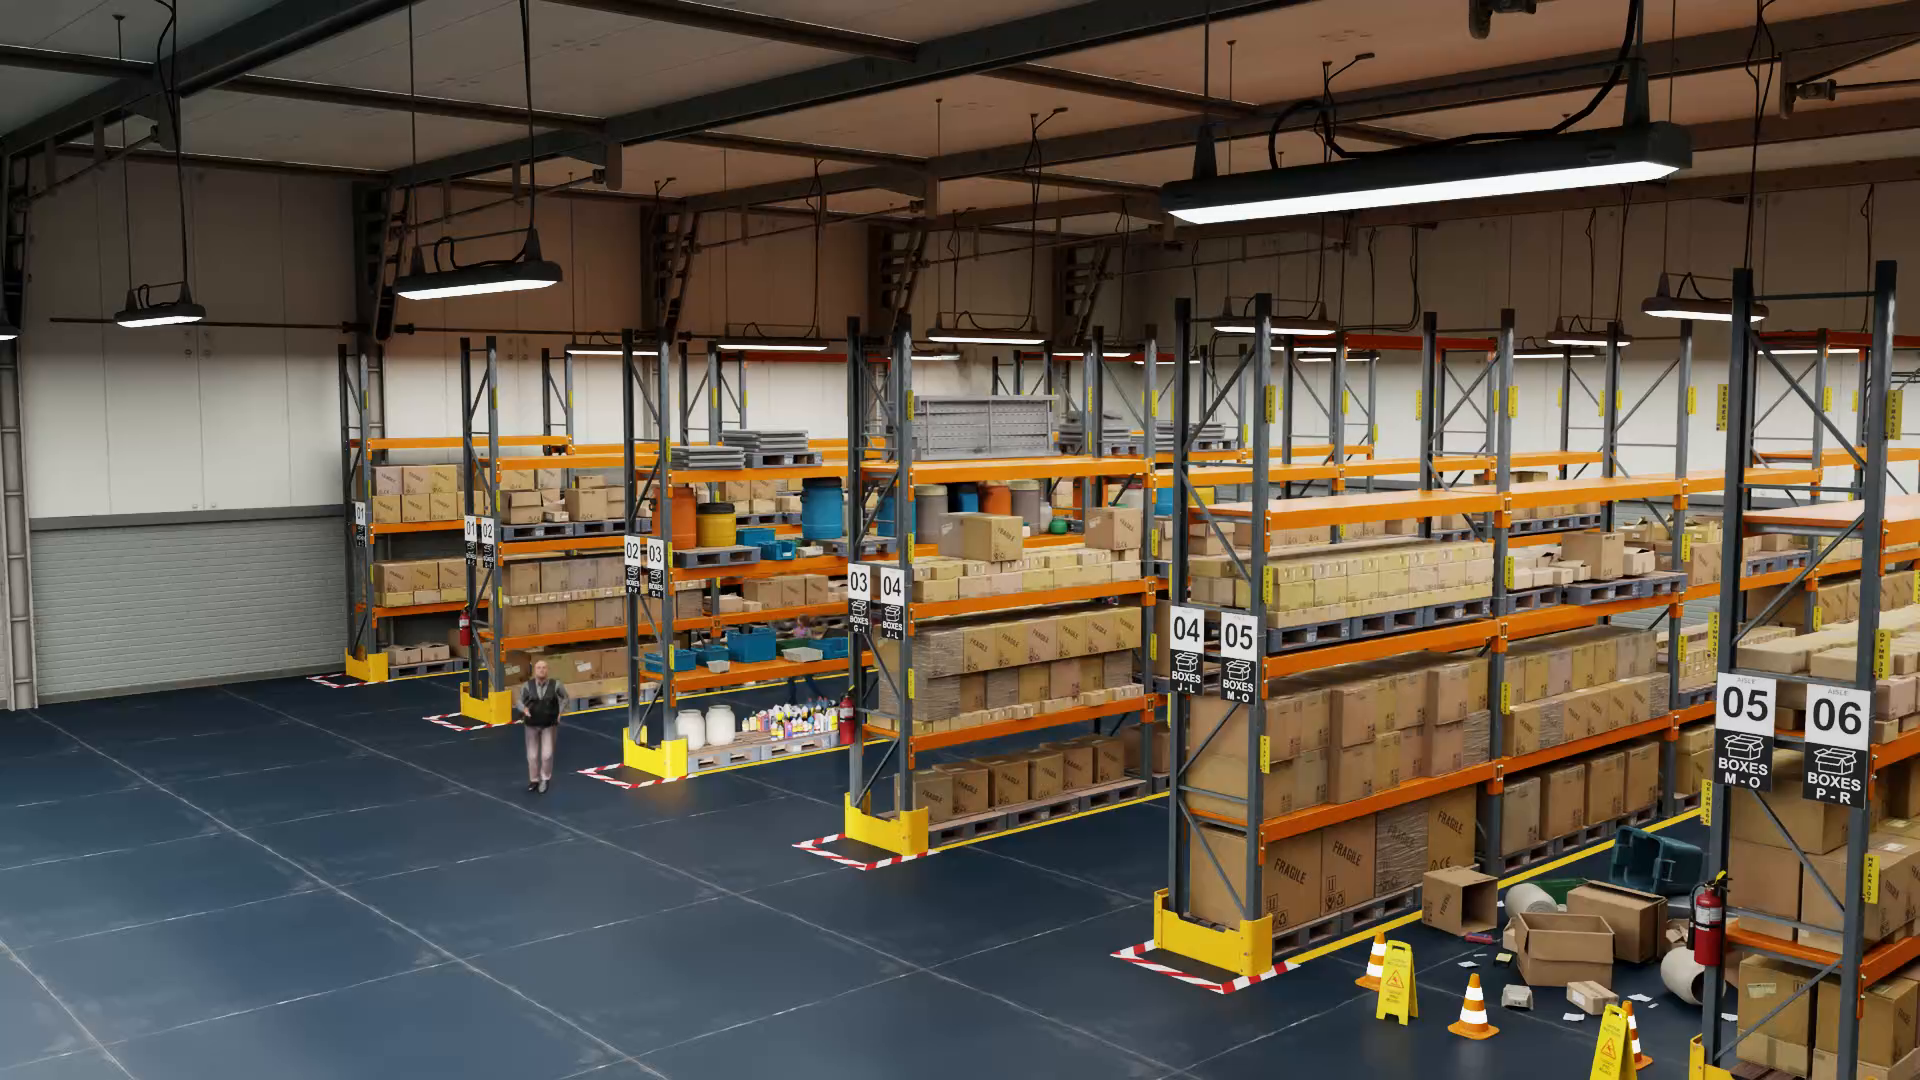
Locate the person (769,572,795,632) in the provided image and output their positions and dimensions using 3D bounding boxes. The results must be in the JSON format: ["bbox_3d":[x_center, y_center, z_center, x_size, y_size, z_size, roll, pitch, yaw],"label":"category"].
[{"bbox_3d":[-3.596,1.313,33.325,0.860,1.694,0.610,-5,7,-42],"label":"person"}]

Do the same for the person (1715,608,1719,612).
[{"bbox_3d":[11.914,1.958,26.053,0.755,1.811,0.661,-4,6,-37],"label":"person"}]

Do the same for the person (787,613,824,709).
[{"bbox_3d":[-2.505,1.976,26.596,0.510,1.642,0.733,5,7,44],"label":"person"}]

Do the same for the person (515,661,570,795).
[{"bbox_3d":[-5.364,2.408,21.335,0.662,1.714,0.634,-1,5,-6],"label":"person"}]
